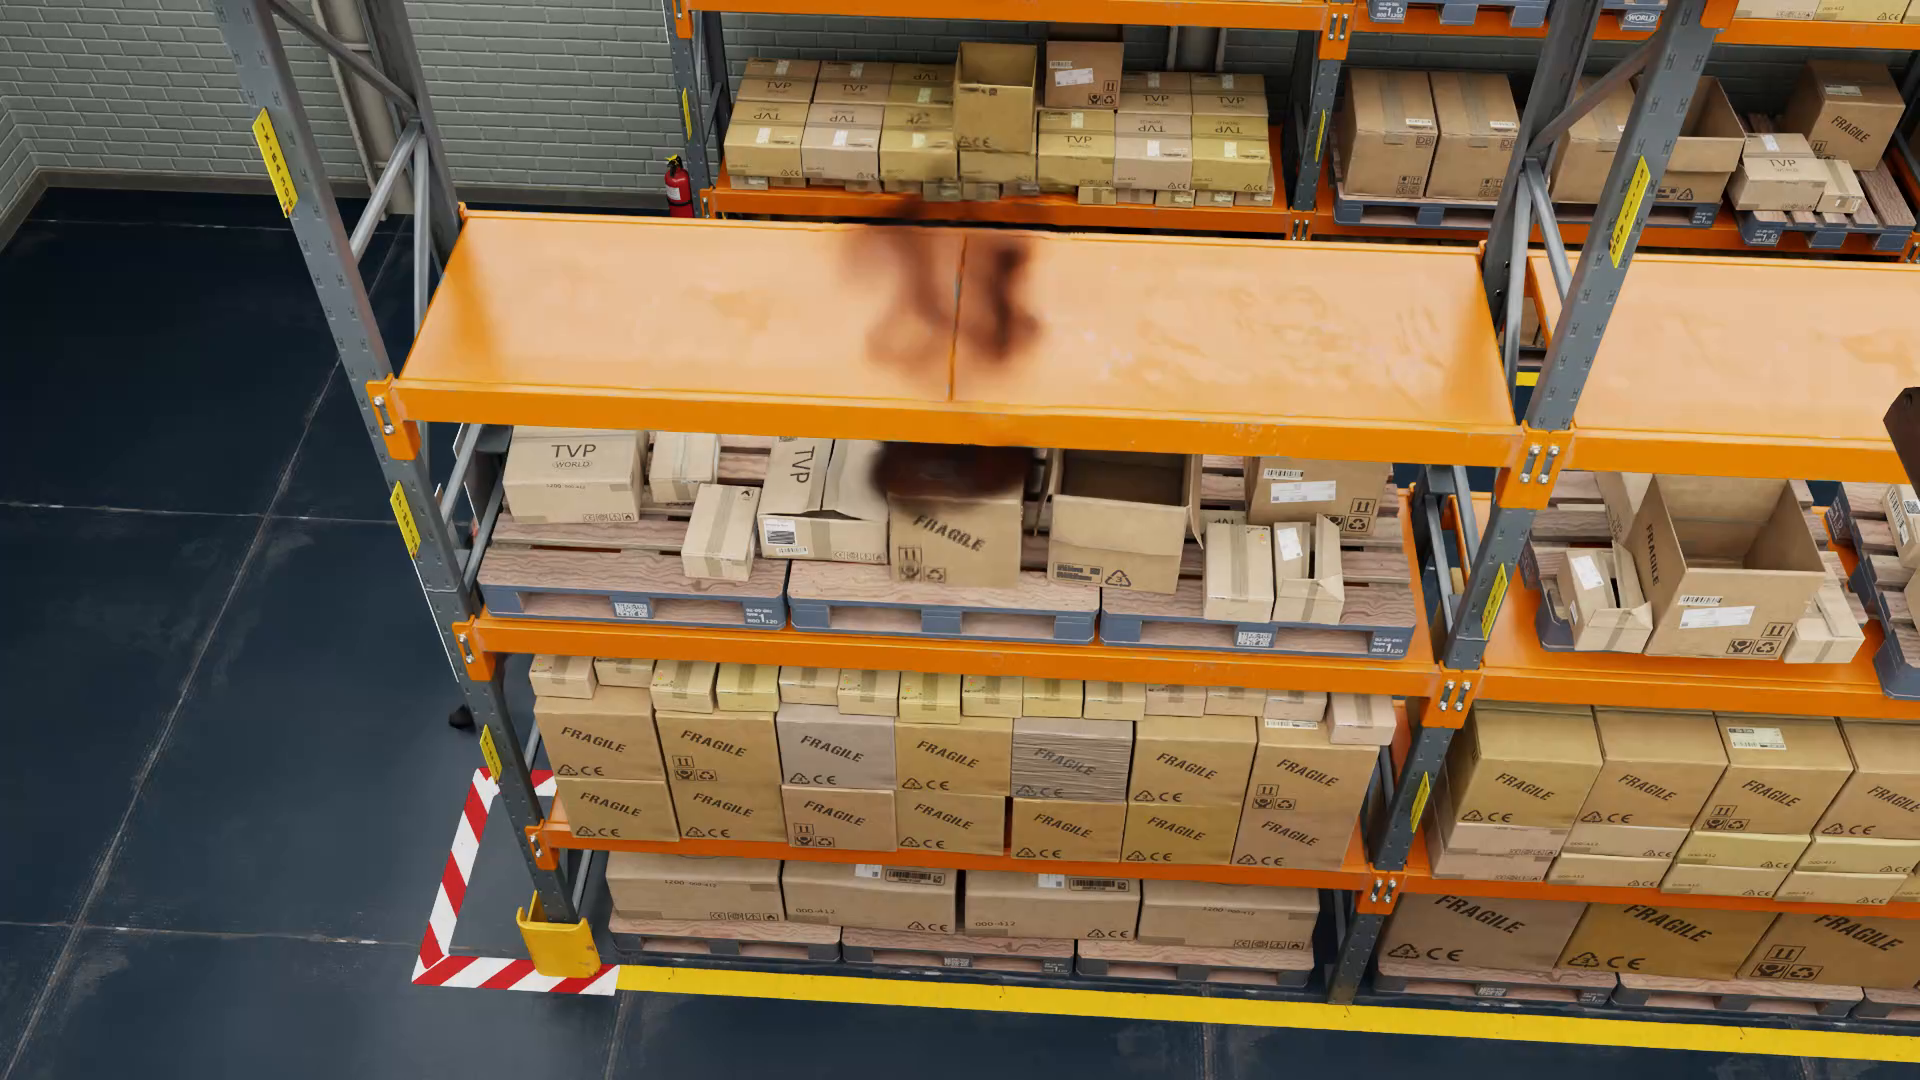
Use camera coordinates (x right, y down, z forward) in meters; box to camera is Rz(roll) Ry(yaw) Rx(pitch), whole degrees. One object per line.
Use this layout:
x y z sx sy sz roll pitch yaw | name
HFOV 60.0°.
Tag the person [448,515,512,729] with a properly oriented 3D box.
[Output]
-2.497 0.395 9.084 0.921 1.707 0.726 -27 53 -22 | person
